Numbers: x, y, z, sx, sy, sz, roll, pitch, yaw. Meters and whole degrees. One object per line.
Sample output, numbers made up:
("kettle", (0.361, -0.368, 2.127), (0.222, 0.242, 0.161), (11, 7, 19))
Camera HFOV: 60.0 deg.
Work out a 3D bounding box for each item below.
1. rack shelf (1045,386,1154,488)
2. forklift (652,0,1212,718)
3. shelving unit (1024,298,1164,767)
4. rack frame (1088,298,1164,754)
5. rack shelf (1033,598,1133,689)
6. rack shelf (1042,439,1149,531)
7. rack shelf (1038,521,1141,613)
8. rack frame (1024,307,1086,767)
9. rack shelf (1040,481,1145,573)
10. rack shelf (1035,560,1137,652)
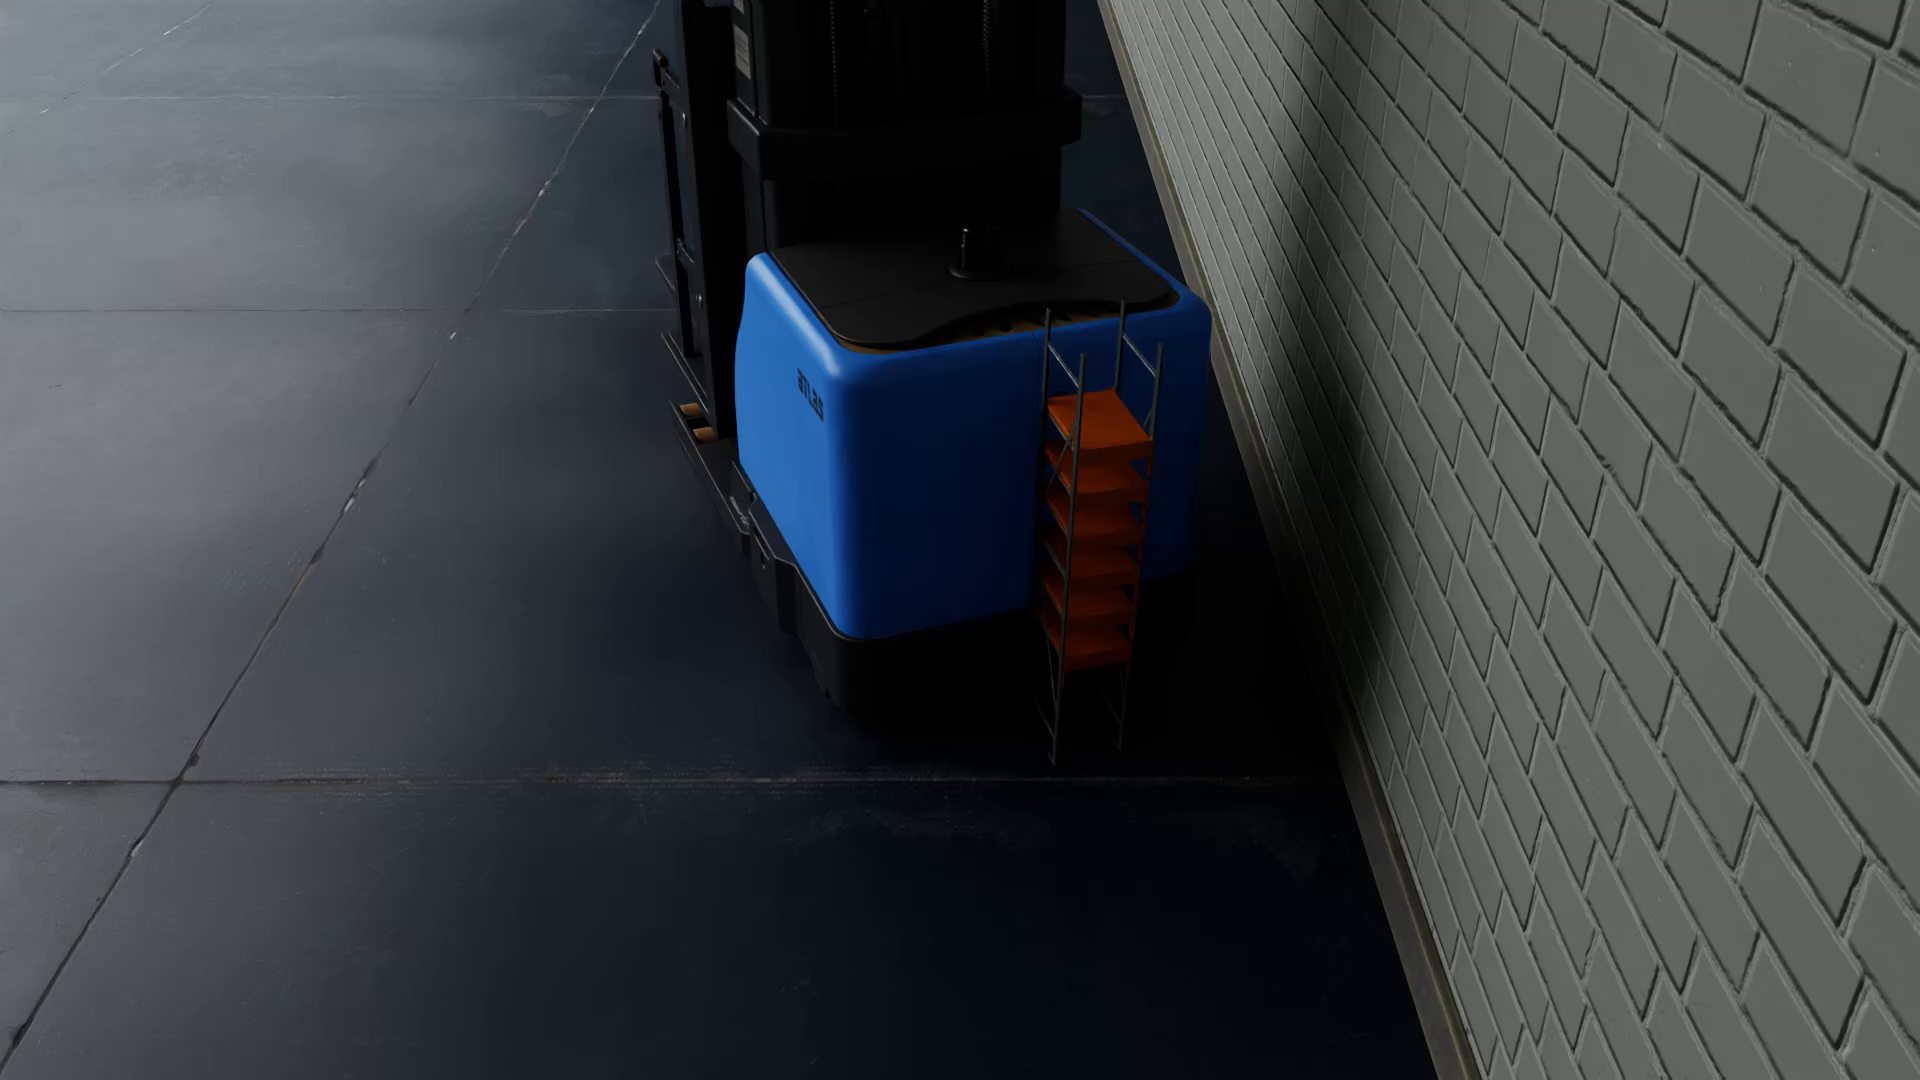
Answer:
("rack shelf", (0.316, -0.243, 3.871), (0.180, 0.103, 0.258), (-9, 37, -15))
("forklift", (-0.358, -1.539, 4.961), (1.130, 2.935, 3.031), (-12, 33, -18))
("shelving unit", (0.310, 0.014, 4.053), (0.189, 1.200, 0.258), (-9, 37, -15))
("rack frame", (0.397, 0.000, 4.076), (0.006, 1.200, 0.240), (-9, 37, -15))
("rack shelf", (0.304, 0.246, 4.217), (0.180, 0.103, 0.258), (-9, 37, -15))
("rack shelf", (0.314, -0.145, 3.940), (0.180, 0.103, 0.258), (-9, 37, -15))
("rack shelf", (0.309, 0.051, 4.078), (0.180, 0.103, 0.258), (-9, 37, -15))
("rack frame", (0.223, 0.028, 4.030), (0.006, 1.200, 0.240), (-9, 37, -15))
("rack shelf", (0.311, -0.047, 4.009), (0.180, 0.103, 0.258), (-9, 37, -15))
("rack shelf", (0.307, 0.148, 4.148), (0.180, 0.103, 0.258), (-9, 37, -15))
